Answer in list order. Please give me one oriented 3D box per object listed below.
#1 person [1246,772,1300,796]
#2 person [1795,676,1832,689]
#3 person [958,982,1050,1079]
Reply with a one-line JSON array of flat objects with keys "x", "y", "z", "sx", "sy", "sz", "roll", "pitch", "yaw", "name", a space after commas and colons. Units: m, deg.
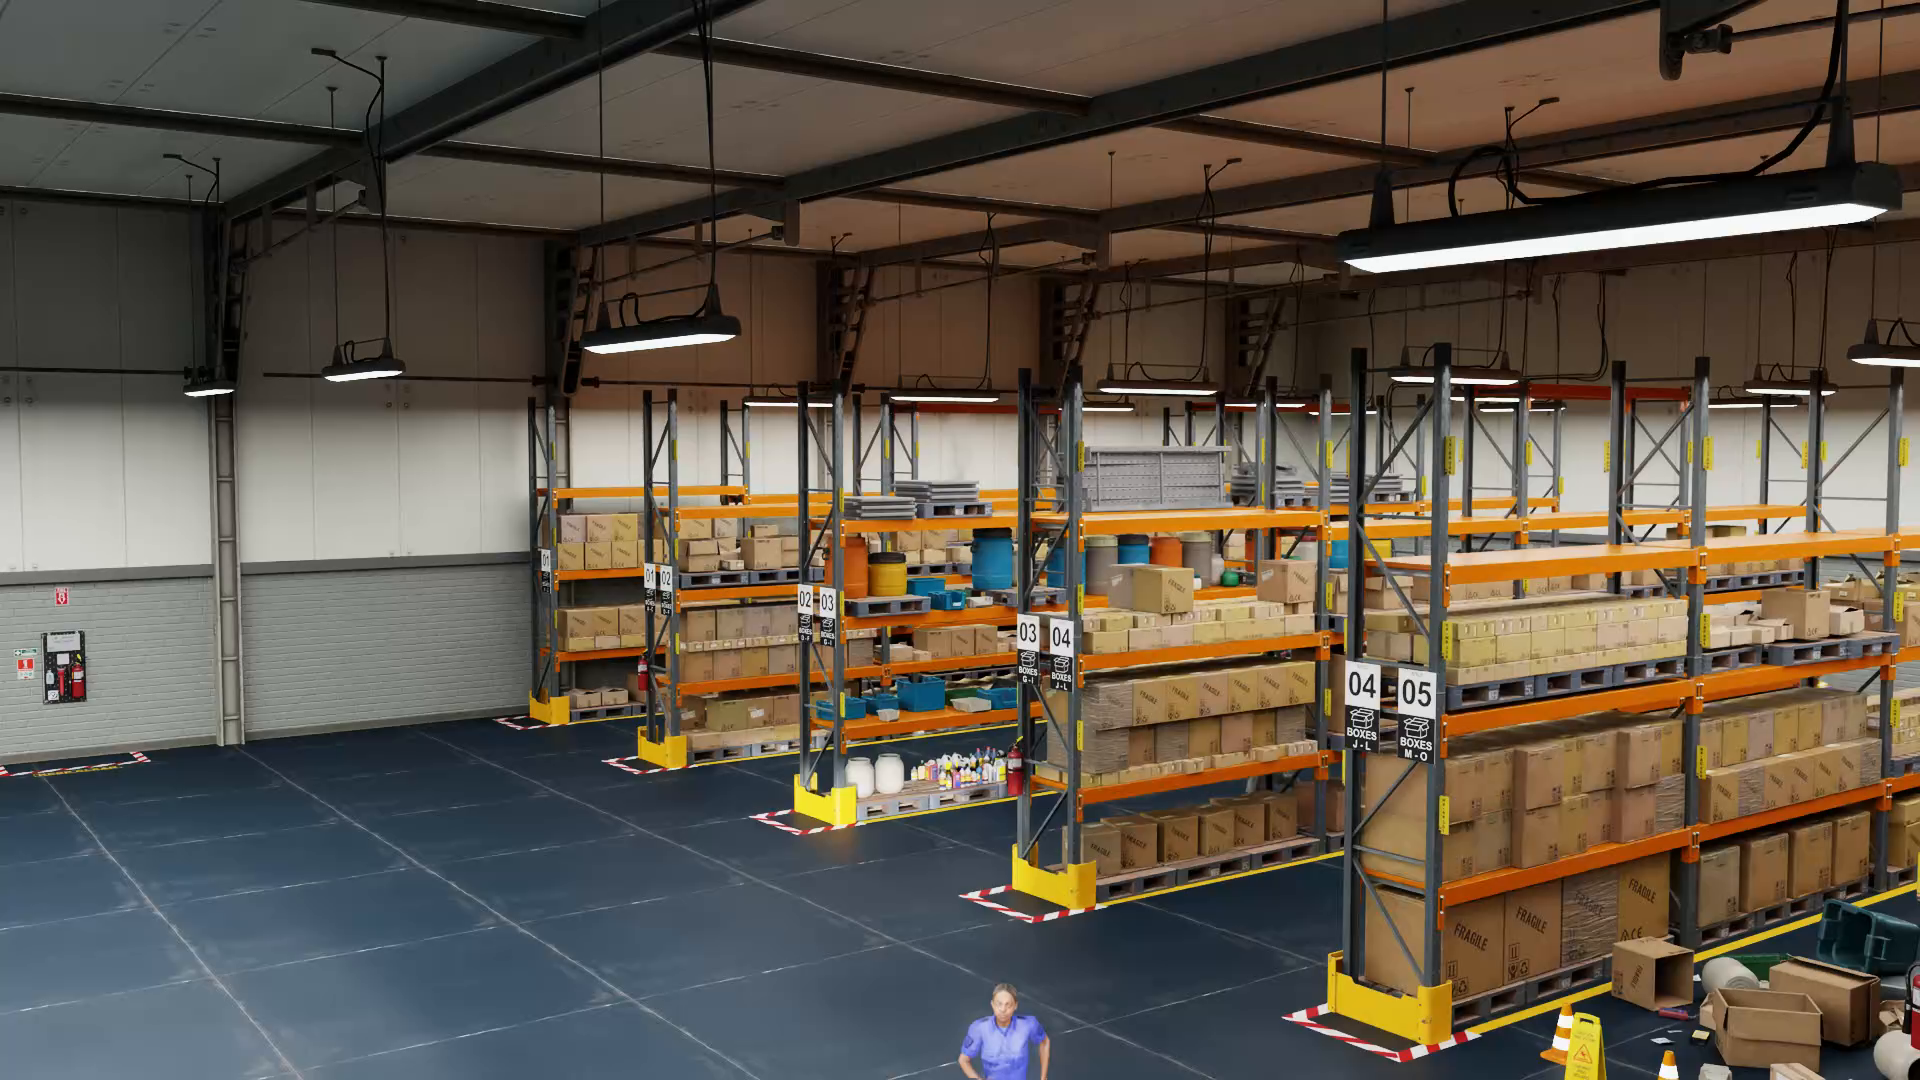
[{"x": 4.327, "y": 2.924, "z": 23.154, "sx": 1.127, "sy": 1.778, "sz": 0.626, "roll": -3, "pitch": 4, "yaw": -39, "name": "person"}, {"x": 13.015, "y": 2.784, "z": 25.469, "sx": 0.730, "sy": 1.805, "sz": 0.674, "roll": -3, "pitch": 5, "yaw": -45, "name": "person"}, {"x": 0.291, "y": 3.698, "z": 10.937, "sx": 0.600, "sy": 1.658, "sz": 0.977, "roll": 0, "pitch": 3, "yaw": 5, "name": "person"}]
